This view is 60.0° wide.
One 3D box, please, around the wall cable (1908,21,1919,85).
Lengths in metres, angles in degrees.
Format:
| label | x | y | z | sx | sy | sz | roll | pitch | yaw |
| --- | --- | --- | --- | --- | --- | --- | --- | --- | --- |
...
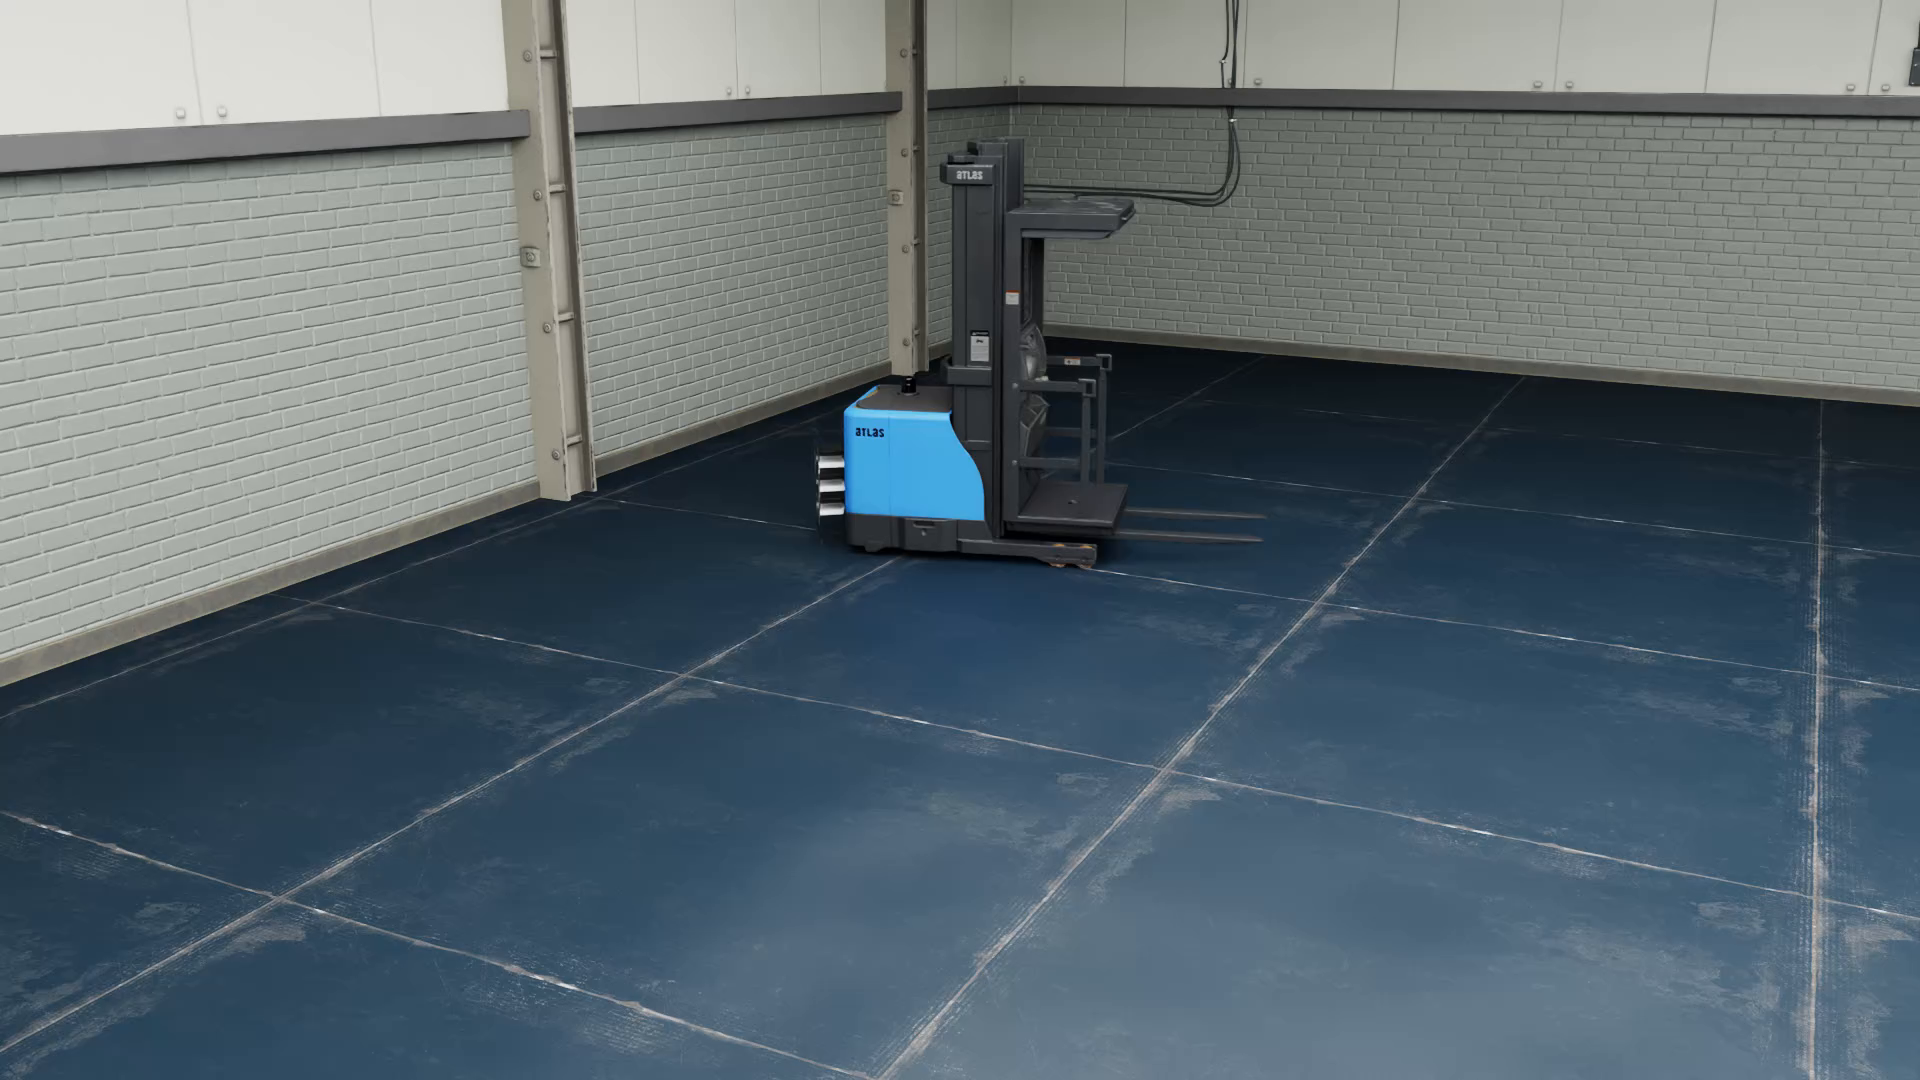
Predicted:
| label | x | y | z | sx | sy | sz | roll | pitch | yaw |
| --- | --- | --- | --- | --- | --- | --- | --- | --- | --- |
| wall cable | 10.405 | -7.229 | 15.084 | 2.305 | 6.003 | 0.169 | 8 | 18 | 25 |

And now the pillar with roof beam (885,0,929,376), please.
| label | x | y | z | sx | sy | sz | roll | pitch | yaw |
| --- | --- | --- | --- | --- | --- | --- | --- | --- | --- |
| pillar with roof beam | 3.271 | -5.680 | 15.844 | 9.100 | 9.000 | 0.400 | 8 | 18 | 25 |

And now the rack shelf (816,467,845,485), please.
| label | x | y | z | sx | sy | sz | roll | pitch | yaw |
| --- | --- | --- | --- | --- | --- | --- | --- | --- | --- |
| rack shelf | -0.960 | -0.481 | 12.362 | 0.200 | 0.077 | 0.258 | -3 | 17 | -10 |

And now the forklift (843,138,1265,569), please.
| label | x | y | z | sx | sy | sz | roll | pitch | yaw |
| --- | --- | --- | --- | --- | --- | --- | --- | --- | --- |
| forklift | 0.715 | -1.364 | 11.969 | 3.031 | 2.935 | 1.130 | 3 | 17 | 11 |

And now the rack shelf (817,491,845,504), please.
| label | x | y | z | sx | sy | sz | roll | pitch | yaw |
| --- | --- | --- | --- | --- | --- | --- | --- | --- | --- |
| rack shelf | -0.960 | -0.308 | 12.413 | 0.200 | 0.077 | 0.258 | -3 | 17 | -10 |

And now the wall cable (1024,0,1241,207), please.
| label | x | y | z | sx | sy | sz | roll | pitch | yaw |
| --- | --- | --- | --- | --- | --- | --- | --- | --- | --- |
| wall cable | 1.919 | -5.322 | 20.090 | 3.097 | 2.526 | 0.112 | 8 | 18 | 25 |

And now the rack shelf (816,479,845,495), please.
| label | x | y | z | sx | sy | sz | roll | pitch | yaw |
| --- | --- | --- | --- | --- | --- | --- | --- | --- | --- |
| rack shelf | -0.960 | -0.394 | 12.388 | 0.200 | 0.077 | 0.258 | -3 | 17 | -10 |

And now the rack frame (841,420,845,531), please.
| label | x | y | z | sx | sy | sz | roll | pitch | yaw |
| --- | --- | --- | --- | --- | --- | --- | --- | --- | --- |
| rack frame | -0.860 | -0.432 | 12.396 | 0.006 | 0.900 | 0.240 | -3 | 17 | -10 |

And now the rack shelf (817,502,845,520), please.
| label | x | y | z | sx | sy | sz | roll | pitch | yaw |
| --- | --- | --- | --- | --- | --- | --- | --- | --- | --- |
| rack shelf | -0.960 | -0.222 | 12.439 | 0.200 | 0.077 | 0.258 | -3 | 17 | -10 |

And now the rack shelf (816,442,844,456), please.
| label | x | y | z | sx | sy | sz | roll | pitch | yaw |
| --- | --- | --- | --- | --- | --- | --- | --- | --- | --- |
| rack shelf | -0.960 | -0.653 | 12.310 | 0.200 | 0.077 | 0.258 | -3 | 17 | -10 |

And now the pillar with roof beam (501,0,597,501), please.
| label | x | y | z | sx | sy | sz | roll | pitch | yaw |
| --- | --- | --- | --- | --- | --- | --- | --- | --- | --- |
| pillar with roof beam | 0.590 | -4.152 | 10.699 | 9.100 | 9.000 | 0.400 | 8 | 18 | 25 |

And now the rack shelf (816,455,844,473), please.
| label | x | y | z | sx | sy | sz | roll | pitch | yaw |
| --- | --- | --- | --- | --- | --- | --- | --- | --- | --- |
| rack shelf | -0.960 | -0.567 | 12.336 | 0.200 | 0.077 | 0.258 | -3 | 17 | -10 |

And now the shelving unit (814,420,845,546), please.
| label | x | y | z | sx | sy | sz | roll | pitch | yaw |
| --- | --- | --- | --- | --- | --- | --- | --- | --- | --- |
| shelving unit | -0.960 | -0.426 | 12.378 | 0.210 | 0.900 | 0.258 | -3 | 17 | -10 |

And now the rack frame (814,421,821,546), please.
| label | x | y | z | sx | sy | sz | roll | pitch | yaw |
| --- | --- | --- | --- | --- | --- | --- | --- | --- | --- |
| rack frame | -1.060 | -0.421 | 12.360 | 0.006 | 0.900 | 0.240 | -3 | 17 | -10 |
